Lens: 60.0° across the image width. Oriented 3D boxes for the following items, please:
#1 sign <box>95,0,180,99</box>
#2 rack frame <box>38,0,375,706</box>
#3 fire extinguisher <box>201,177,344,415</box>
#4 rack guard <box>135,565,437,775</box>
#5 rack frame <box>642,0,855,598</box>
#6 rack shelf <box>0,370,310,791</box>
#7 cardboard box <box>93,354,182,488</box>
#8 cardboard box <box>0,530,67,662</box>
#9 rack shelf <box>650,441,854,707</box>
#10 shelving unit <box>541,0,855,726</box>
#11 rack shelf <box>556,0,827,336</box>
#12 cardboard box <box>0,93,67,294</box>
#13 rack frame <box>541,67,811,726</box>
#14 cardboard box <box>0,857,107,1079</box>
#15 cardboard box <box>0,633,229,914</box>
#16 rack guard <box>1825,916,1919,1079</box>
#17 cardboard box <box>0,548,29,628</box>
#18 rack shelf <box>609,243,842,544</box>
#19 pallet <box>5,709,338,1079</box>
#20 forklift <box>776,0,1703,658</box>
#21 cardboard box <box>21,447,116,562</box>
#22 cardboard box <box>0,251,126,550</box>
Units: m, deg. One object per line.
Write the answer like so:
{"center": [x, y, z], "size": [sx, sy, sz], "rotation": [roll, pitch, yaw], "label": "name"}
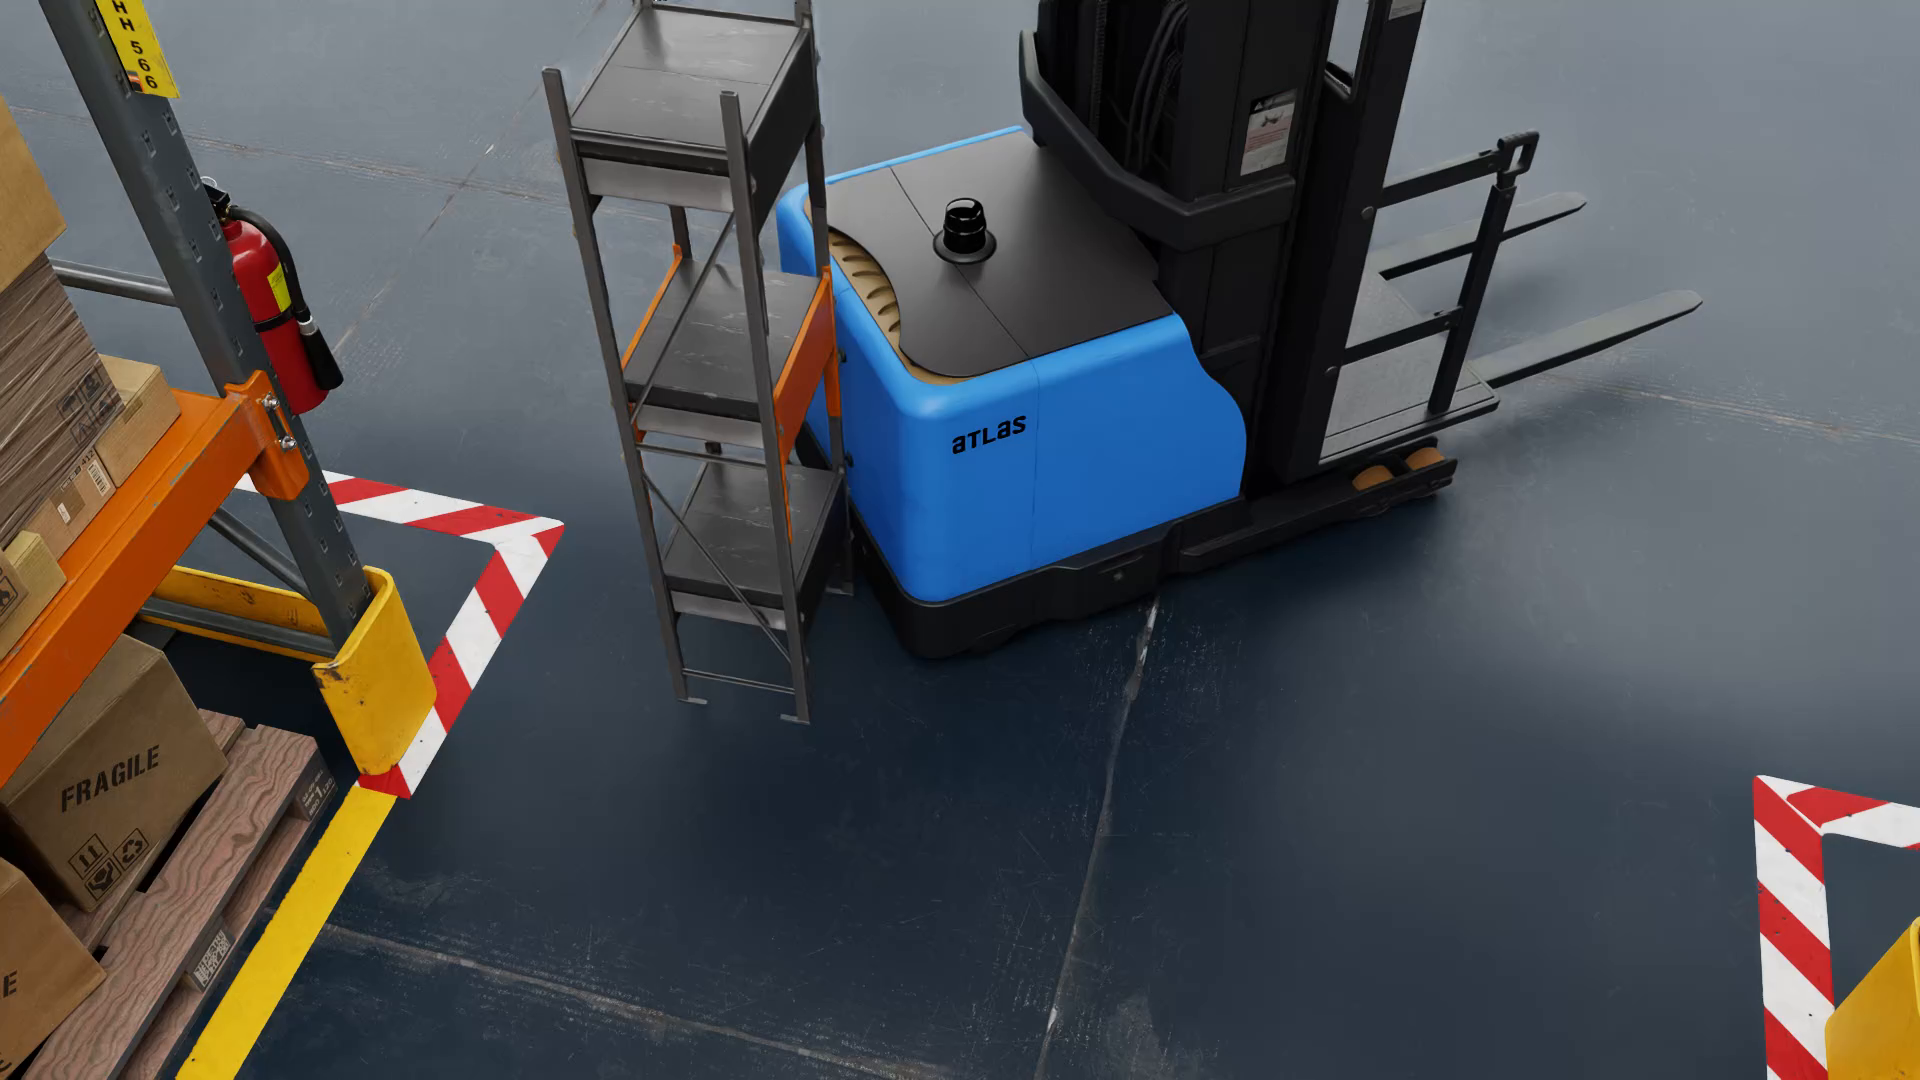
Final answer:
{"center": [-1.569, -0.979, 3.130], "size": [0.100, 0.325, 0.005], "rotation": [12, 50, 10], "label": "sign"}
{"center": [-2.099, -0.615, 3.792], "size": [1.000, 3.000, 0.127], "rotation": [12, 50, 10], "label": "rack frame"}
{"center": [-1.625, -0.581, 3.814], "size": [0.296, 0.674, 0.183], "rotation": [12, 50, 10], "label": "fire extinguisher"}
{"center": [-2.119, 0.267, 4.681], "size": [1.175, 0.500, 0.348], "rotation": [12, 50, 10], "label": "rack guard"}
{"center": [-0.519, -0.556, 4.340], "size": [0.400, 2.100, 0.015], "rotation": [9, 49, 8], "label": "rack frame"}
{"center": [-2.626, 1.070, 2.785], "size": [1.077, 0.370, 4.000], "rotation": [12, 50, 10], "label": "rack shelf"}
{"center": [-1.975, -0.285, 3.668], "size": [0.380, 0.149, 0.250], "rotation": [12, 50, 10], "label": "cardboard box"}
{"center": [-2.058, 0.087, 3.340], "size": [0.380, 0.149, 0.250], "rotation": [12, 50, 10], "label": "cardboard box"}
{"center": [-0.572, 0.095, 4.717], "size": [0.431, 0.518, 0.480], "rotation": [9, 49, 8], "label": "rack shelf"}
{"center": [-0.572, -0.377, 4.182], "size": [0.431, 2.100, 0.503], "rotation": [9, 49, 8], "label": "shelving unit"}
{"center": [-0.572, -0.831, 3.668], "size": [0.431, 0.518, 0.480], "rotation": [9, 49, 8], "label": "rack shelf"}
{"center": [-2.006, -0.631, 2.874], "size": [0.500, 0.500, 0.500], "rotation": [12, 50, 10], "label": "cardboard box"}
{"center": [-0.625, -0.198, 4.025], "size": [0.400, 2.100, 0.015], "rotation": [9, 49, 8], "label": "rack frame"}
{"center": [-2.404, 0.961, 3.788], "size": [0.500, 0.500, 0.500], "rotation": [24, 53, 20], "label": "cardboard box"}
{"center": [-2.280, 0.522, 4.176], "size": [0.500, 0.500, 0.500], "rotation": [20, 52, 17], "label": "cardboard box"}
{"center": [2.704, 1.254, 3.810], "size": [1.175, 0.500, 0.348], "rotation": [12, 50, 10], "label": "rack guard"}
{"center": [-2.286, 0.031, 2.957], "size": [0.875, 0.500, 0.500], "rotation": [12, 50, 10], "label": "cardboard box"}
{"center": [-0.572, -0.368, 4.192], "size": [0.431, 0.518, 0.480], "rotation": [9, 49, 8], "label": "rack shelf"}
{"center": [-2.367, 0.943, 4.277], "size": [1.003, 0.211, 1.213], "rotation": [12, 50, 10], "label": "pallet"}
{"center": [1.024, -1.386, 4.518], "size": [3.031, 2.935, 1.130], "rotation": [-19, 51, -16], "label": "forklift"}
{"center": [-2.042, -0.104, 3.509], "size": [0.380, 0.149, 0.250], "rotation": [12, 50, 10], "label": "cardboard box"}
{"center": [-2.271, -0.354, 3.297], "size": [0.875, 0.500, 0.500], "rotation": [12, 50, 10], "label": "cardboard box"}
